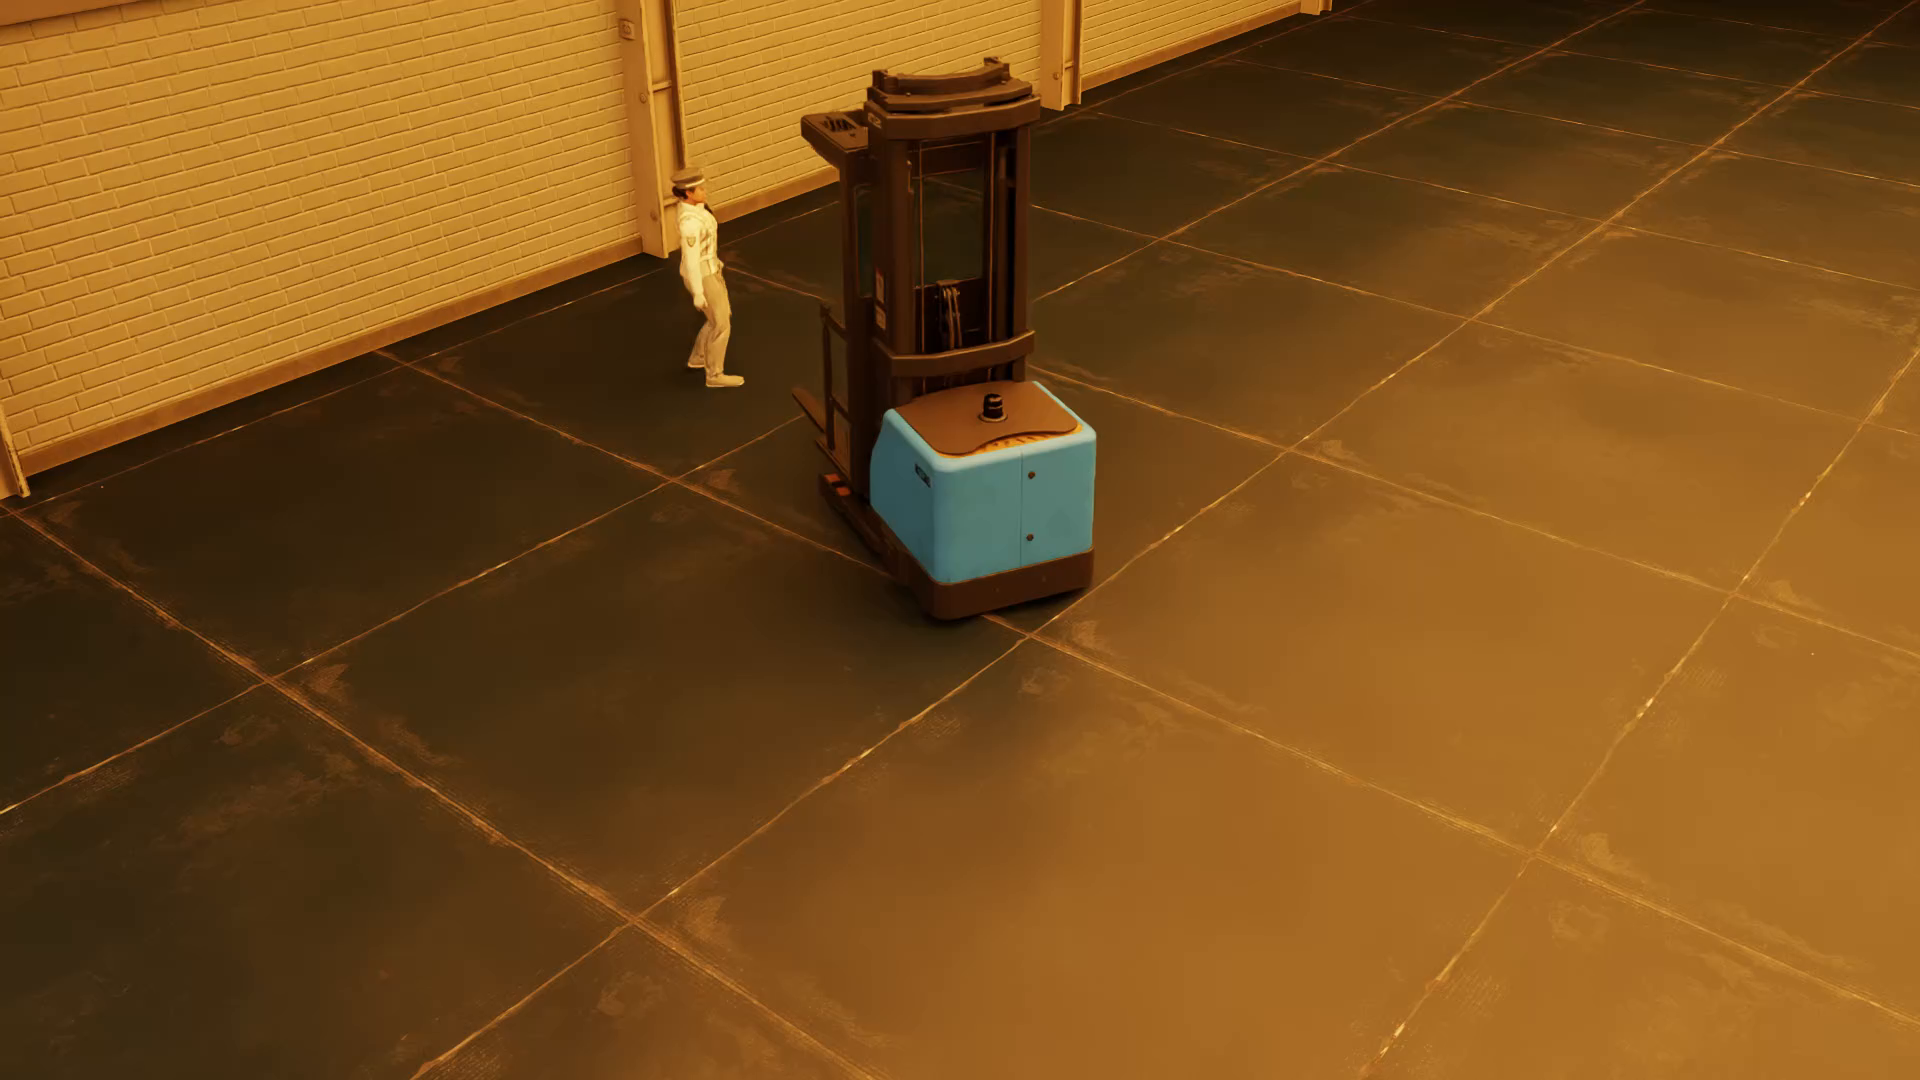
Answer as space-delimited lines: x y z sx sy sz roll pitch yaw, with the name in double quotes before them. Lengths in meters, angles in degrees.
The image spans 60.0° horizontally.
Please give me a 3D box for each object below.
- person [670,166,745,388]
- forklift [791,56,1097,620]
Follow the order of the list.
"person" -1.854 -1.944 12.226 0.452 1.641 0.640 -1 30 -2
"forklift" -0.277 -1.529 10.212 1.130 2.935 3.031 -13 33 -21
